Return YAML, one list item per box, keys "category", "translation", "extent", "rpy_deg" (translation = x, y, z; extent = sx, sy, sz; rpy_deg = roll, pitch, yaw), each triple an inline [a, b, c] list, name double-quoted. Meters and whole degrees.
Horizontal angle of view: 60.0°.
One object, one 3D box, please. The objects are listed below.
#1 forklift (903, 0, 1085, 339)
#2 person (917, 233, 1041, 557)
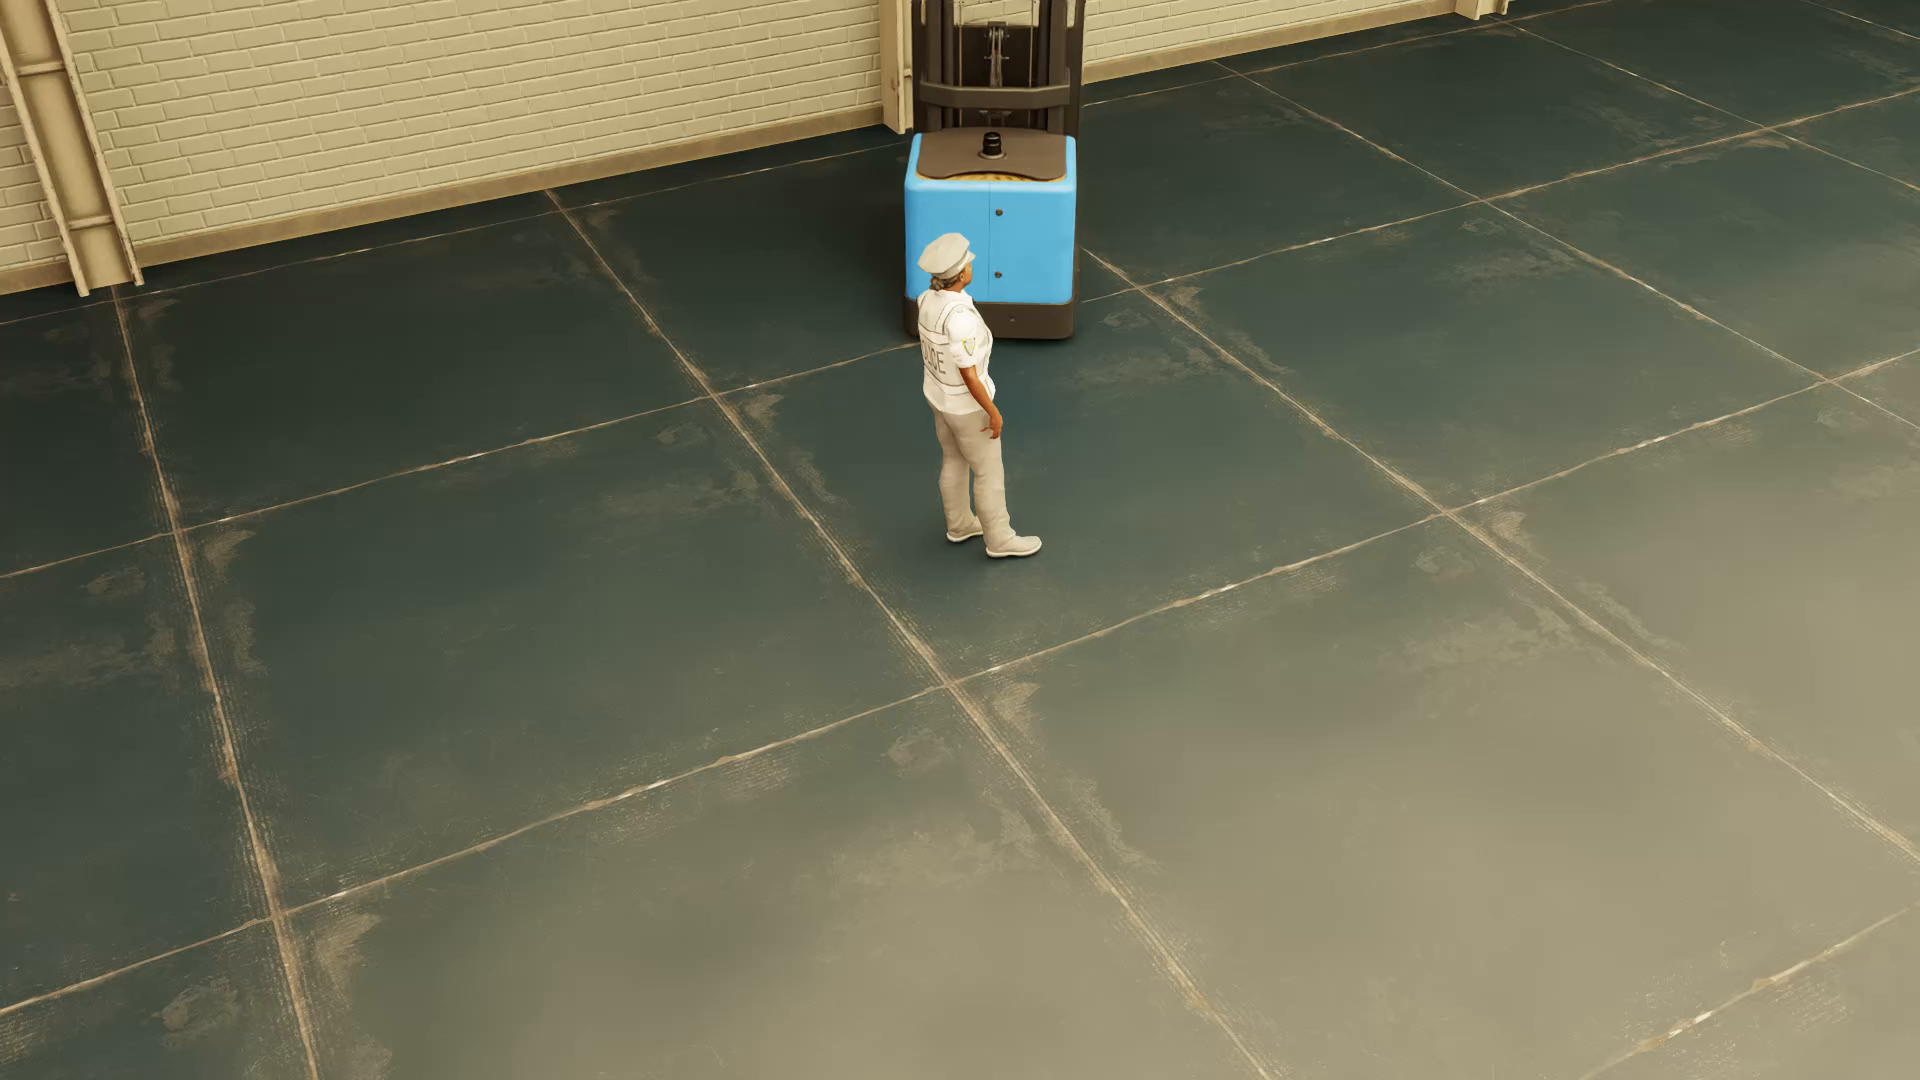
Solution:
- category: "forklift"
  translation: [0.250, -3.267, 10.745]
  extent: [1.130, 2.935, 3.031]
  rpy_deg: [2, 35, 2]
- category: "person"
  translation: [0.076, -0.708, 8.183]
  extent: [0.528, 1.695, 0.569]
  rpy_deg: [-17, 39, -23]
